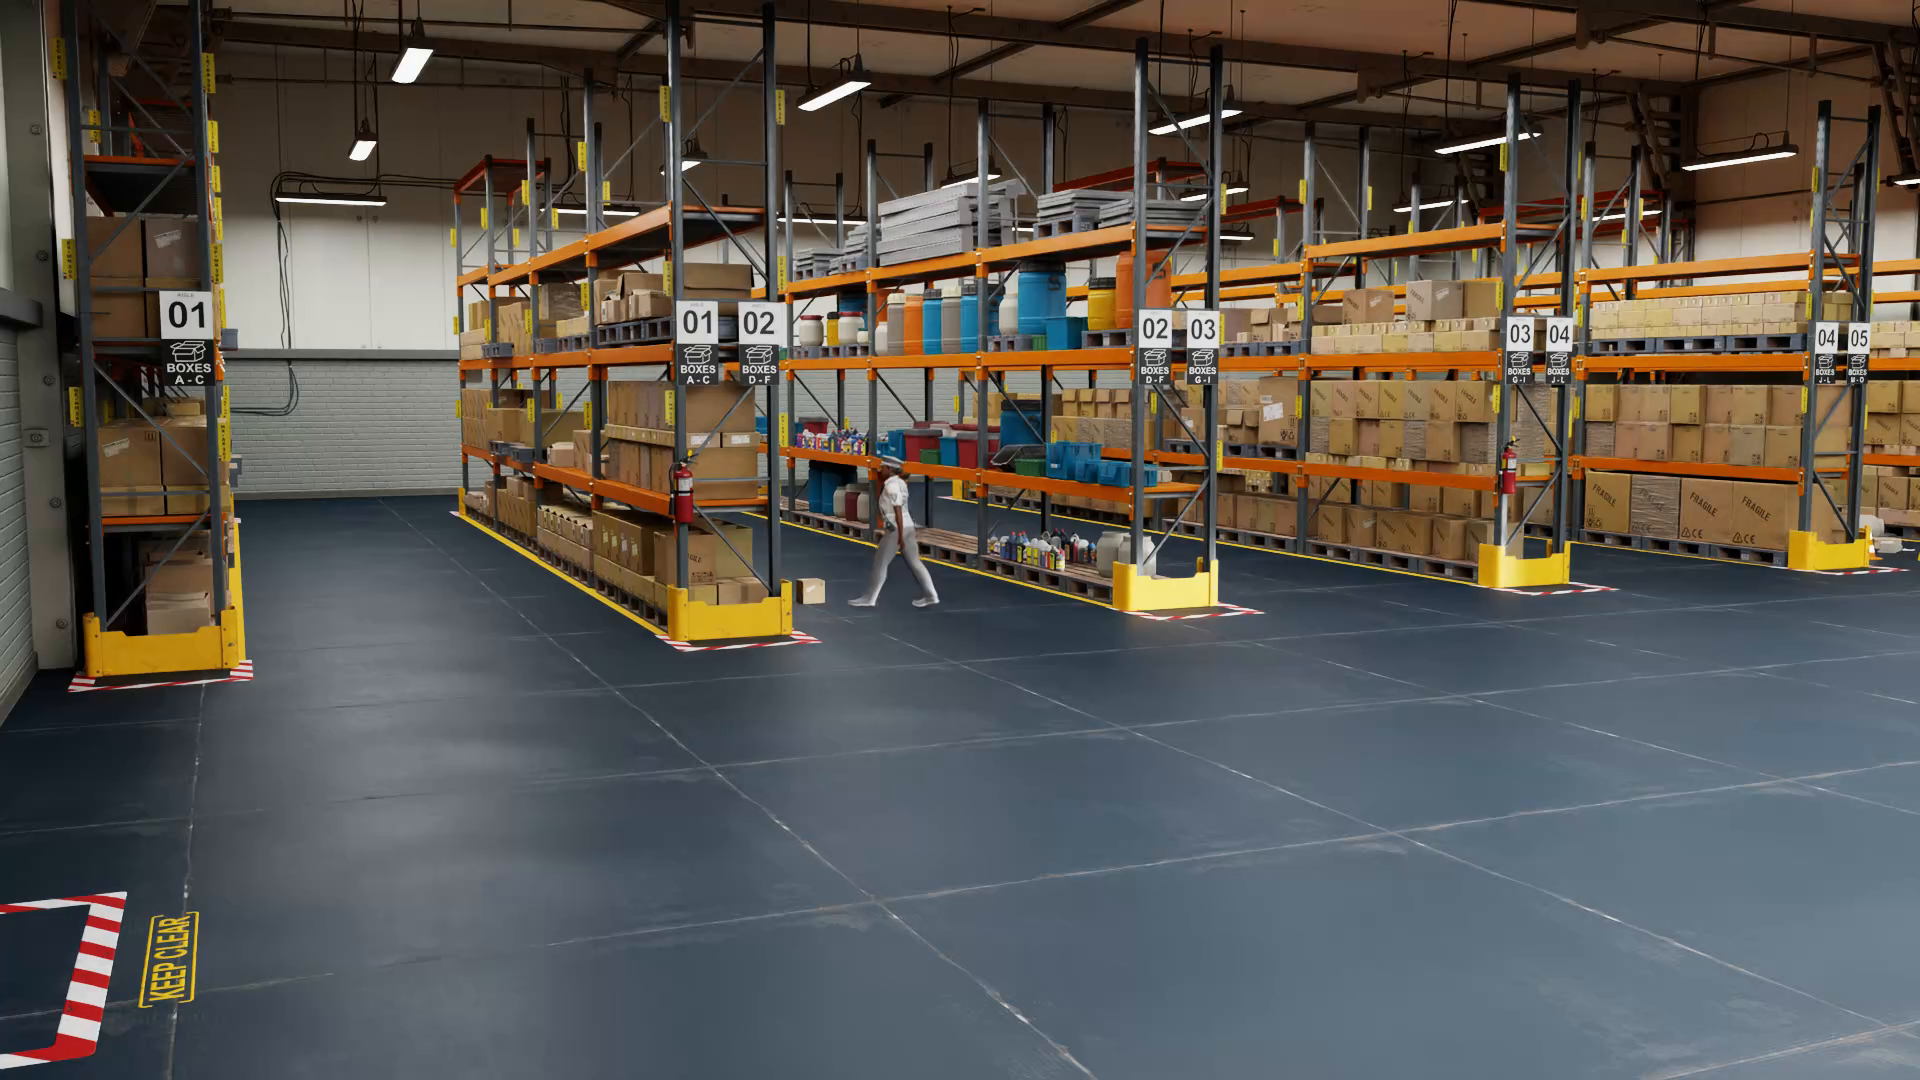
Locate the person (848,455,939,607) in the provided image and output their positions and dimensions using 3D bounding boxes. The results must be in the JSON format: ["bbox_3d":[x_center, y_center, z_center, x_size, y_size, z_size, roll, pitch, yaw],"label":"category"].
[{"bbox_3d":[-0.705,-0.101,17.799,0.963,1.622,0.447,2,6,15],"label":"person"}]
